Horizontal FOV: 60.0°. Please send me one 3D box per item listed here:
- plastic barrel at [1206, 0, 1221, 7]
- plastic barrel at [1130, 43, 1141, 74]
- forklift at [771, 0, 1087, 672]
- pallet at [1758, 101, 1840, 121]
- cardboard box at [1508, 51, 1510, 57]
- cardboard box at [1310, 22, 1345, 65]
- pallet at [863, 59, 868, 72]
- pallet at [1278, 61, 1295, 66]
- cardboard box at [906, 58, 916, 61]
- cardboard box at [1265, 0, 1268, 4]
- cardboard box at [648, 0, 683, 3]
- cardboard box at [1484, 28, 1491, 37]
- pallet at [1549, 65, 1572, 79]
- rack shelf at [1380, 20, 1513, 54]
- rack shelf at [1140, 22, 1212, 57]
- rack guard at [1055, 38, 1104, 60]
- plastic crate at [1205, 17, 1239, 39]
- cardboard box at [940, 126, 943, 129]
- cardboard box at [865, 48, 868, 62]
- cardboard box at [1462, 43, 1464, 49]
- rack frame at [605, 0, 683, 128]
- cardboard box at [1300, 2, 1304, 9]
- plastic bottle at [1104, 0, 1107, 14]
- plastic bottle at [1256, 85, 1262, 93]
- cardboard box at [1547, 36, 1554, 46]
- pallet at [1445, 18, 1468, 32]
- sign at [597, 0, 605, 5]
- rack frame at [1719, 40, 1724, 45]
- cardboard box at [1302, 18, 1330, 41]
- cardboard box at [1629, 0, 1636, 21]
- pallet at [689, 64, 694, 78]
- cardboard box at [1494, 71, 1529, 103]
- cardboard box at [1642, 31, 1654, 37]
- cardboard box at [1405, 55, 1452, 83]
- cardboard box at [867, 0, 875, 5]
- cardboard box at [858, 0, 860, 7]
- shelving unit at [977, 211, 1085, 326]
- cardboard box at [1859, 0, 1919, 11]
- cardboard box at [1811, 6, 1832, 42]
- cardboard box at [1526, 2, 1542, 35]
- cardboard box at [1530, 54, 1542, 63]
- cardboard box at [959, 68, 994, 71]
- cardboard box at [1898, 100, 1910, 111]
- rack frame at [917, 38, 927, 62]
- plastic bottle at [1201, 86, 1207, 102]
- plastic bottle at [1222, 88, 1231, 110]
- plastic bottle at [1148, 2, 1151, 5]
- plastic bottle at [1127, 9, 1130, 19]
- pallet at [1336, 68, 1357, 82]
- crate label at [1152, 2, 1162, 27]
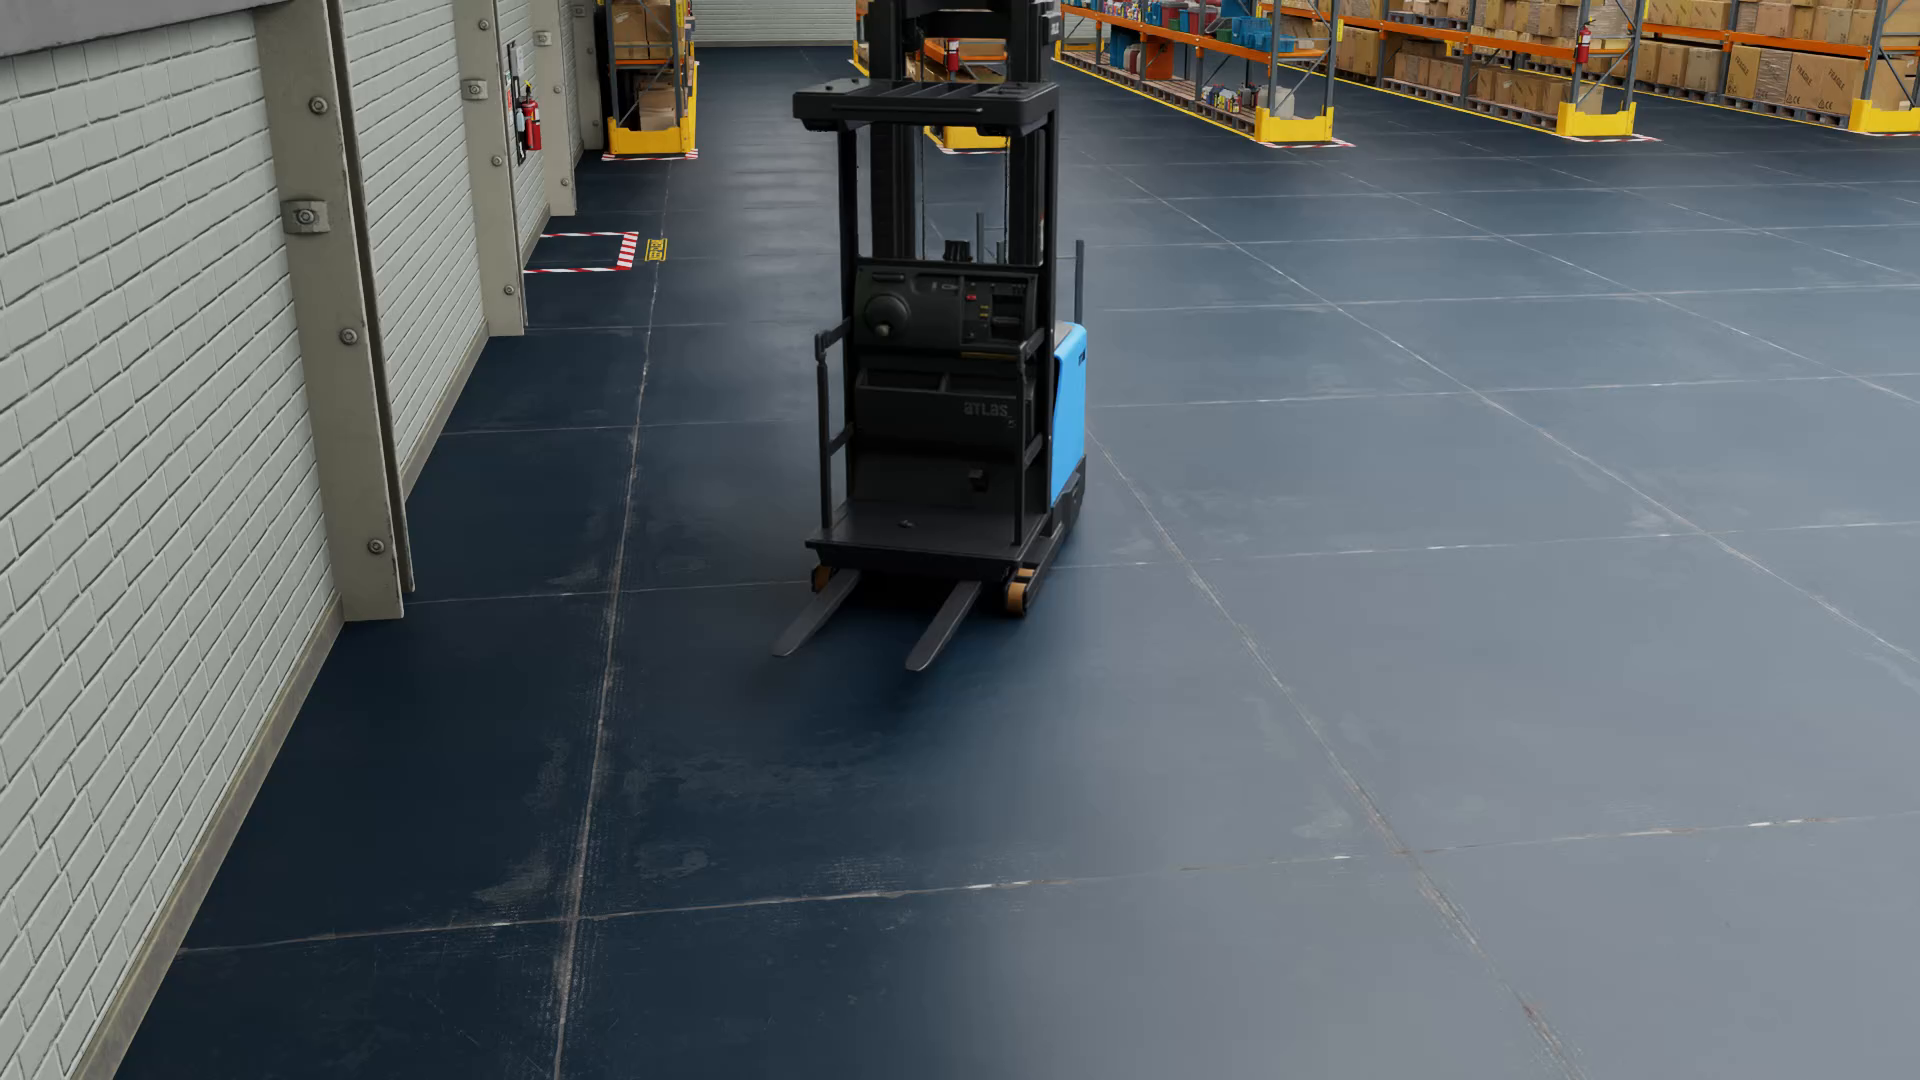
[{"bbox_3d":[4.635,-9.660,30.598,0.433,0.535,0.433,0,20,0],"label":"plastic barrel"},{"bbox_3d":[3.835,-10.011,34.579,0.600,0.588,0.708,-3,21,-8],"label":"plastic barrel"},{"bbox_3d":[-0.125,-1.148,8.100,1.130,2.935,3.031,5,21,13],"label":"forklift"},{"bbox_3d":[14.697,-7.468,28.909,1.003,0.211,1.213,-3,21,-8],"label":"pallet"},{"bbox_3d":[12.984,-11.308,38.681,0.380,0.149,0.250,-2,21,-6],"label":"cardboard box"},{"bbox_3d":[8.522,-11.000,36.817,1.225,0.875,0.875,-3,21,-8],"label":"cardboard box"},{"bbox_3d":[-1.671,-10.876,38.033,1.003,0.211,1.213,-3,21,-8],"label":"pallet"},{"bbox_3d":[8.198,-11.403,39.446,1.003,0.211,1.213,-3,21,-8],"label":"pallet"},{"bbox_3d":[-0.948,-8.930,31.366,0.500,0.311,0.500,-3,21,-9],"label":"cardboard box"},{"bbox_3d":[7.596,-13.058,40.250,0.380,0.149,0.250,-3,21,-9],"label":"cardboard box"},{"bbox_3d":[-4.553,-8.115,25.770,0.500,0.500,0.500,-2,21,-6],"label":"cardboard box"},{"bbox_3d":[9.383,-8.870,29.036,0.380,0.149,0.250,-3,21,-8],"label":"cardboard box"},{"bbox_3d":[13.625,-10.235,36.319,1.003,0.211,1.213,-3,21,-8],"label":"pallet"},{"bbox_3d":[9.275,-9.605,31.673,1.077,0.370,4.000,-3,21,-8],"label":"rack shelf"},{"bbox_3d":[4.373,-9.355,31.005,1.077,0.370,4.000,-3,21,-8],"label":"rack shelf"},{"bbox_3d":[2.915,-11.991,40.607,1.175,0.500,0.348,-3,21,-8],"label":"rack guard"},{"bbox_3d":[4.611,-8.783,28.533,0.767,0.338,0.504,-3,21,-8],"label":"plastic crate"},{"bbox_3d":[-0.034,-6.446,25.516,0.500,0.250,0.500,-3,21,-8],"label":"cardboard box"},{"bbox_3d":[-1.865,-10.910,37.354,0.500,0.311,0.500,-3,21,-8],"label":"cardboard box"},{"bbox_3d":[12.633,-12.197,41.059,0.380,0.149,0.250,-3,21,-8],"label":"cardboard box"},{"bbox_3d":[-4.565,-7.115,23.979,1.000,3.000,0.127,-3,21,-8],"label":"rack frame"},{"bbox_3d":[7.967,-12.169,37.869,0.380,0.149,0.250,-3,21,-9],"label":"cardboard box"},{"bbox_3d":[3.158,-11.520,35.940,0.061,0.283,0.133,-3,21,-8],"label":"plastic bottle"},{"bbox_3d":[5.114,-7.578,28.376,0.144,0.351,0.185,-3,21,-8],"label":"plastic bottle"},{"bbox_3d":[9.751,-8.093,26.956,0.380,0.149,0.250,-3,21,-8],"label":"cardboard box"},{"bbox_3d":[9.597,-9.431,30.455,1.003,0.211,1.213,-3,21,-8],"label":"pallet"},{"bbox_3d":[-5.117,-7.784,23.665,0.100,0.325,0.005,-3,21,-8],"label":"sign"},{"bbox_3d":[18.216,-12.519,38.448,1.000,3.000,0.127,-3,21,-8],"label":"rack frame"},{"bbox_3d":[8.394,-11.453,38.031,0.875,0.875,0.875,-3,21,-8],"label":"cardboard box"},{"bbox_3d":[13.707,-10.727,33.508,0.500,0.500,0.500,-3,21,-7],"label":"cardboard box"},{"bbox_3d":[-6.327,-10.231,36.306,1.003,0.211,1.213,-3,21,-8],"label":"pallet"},{"bbox_3d":[9.671,-7.937,29.151,0.500,0.500,0.500,4,21,9],"label":"cardboard box"},{"bbox_3d":[17.834,-12.677,41.932,0.875,0.438,0.875,-4,21,-10],"label":"cardboard box"},{"bbox_3d":[9.195,-9.247,32.631,0.700,0.500,0.500,-5,21,-12],"label":"cardboard box"},{"bbox_3d":[-1.547,-11.589,35.215,0.700,0.500,0.500,-10,23,-26],"label":"cardboard box"},{"bbox_3d":[-2.088,-12.607,38.541,0.500,0.500,0.500,-3,21,-8],"label":"cardboard box"},{"bbox_3d":[0.412,-1.190,10.259,0.538,1.500,1.048,-2,21,-6],"label":"shelving unit"},{"bbox_3d":[15.047,-8.786,26.696,0.875,0.550,0.550,-3,21,-8],"label":"cardboard box"},{"bbox_3d":[14.907,-8.666,27.916,0.875,0.550,0.550,-3,21,-8],"label":"cardboard box"},{"bbox_3d":[9.867,-8.585,27.346,0.875,0.500,0.500,-3,21,-8],"label":"cardboard box"},{"bbox_3d":[13.176,-10.991,37.329,0.500,0.500,0.500,-2,21,-6],"label":"cardboard box"},{"bbox_3d":[0.265,-7.342,26.846,0.500,0.500,0.500,-3,21,-8],"label":"cardboard box"},{"bbox_3d":[16.556,-7.682,29.403,0.396,0.266,0.258,1,20,2],"label":"cardboard box"},{"bbox_3d":[-0.241,-8.751,28.359,1.000,3.000,0.127,-3,21,-8],"label":"rack frame"},{"bbox_3d":[4.274,-7.795,29.071,0.097,0.271,0.097,0,20,0],"label":"plastic bottle"},{"bbox_3d":[4.483,-7.387,27.865,0.144,0.351,0.185,-2,21,-6],"label":"plastic bottle"},{"bbox_3d":[4.030,-11.243,35.210,0.152,0.276,0.135,-3,21,-8],"label":"plastic bottle"},{"bbox_3d":[3.474,-10.767,34.040,0.097,0.201,0.097,0,20,0],"label":"plastic bottle"},{"bbox_3d":[8.775,-10.026,35.759,1.003,0.211,1.213,-3,21,-8],"label":"pallet"},{"bbox_3d":[3.961,-10.043,31.769,0.502,0.435,0.616,-3,21,-8],"label":"crate label"}]
